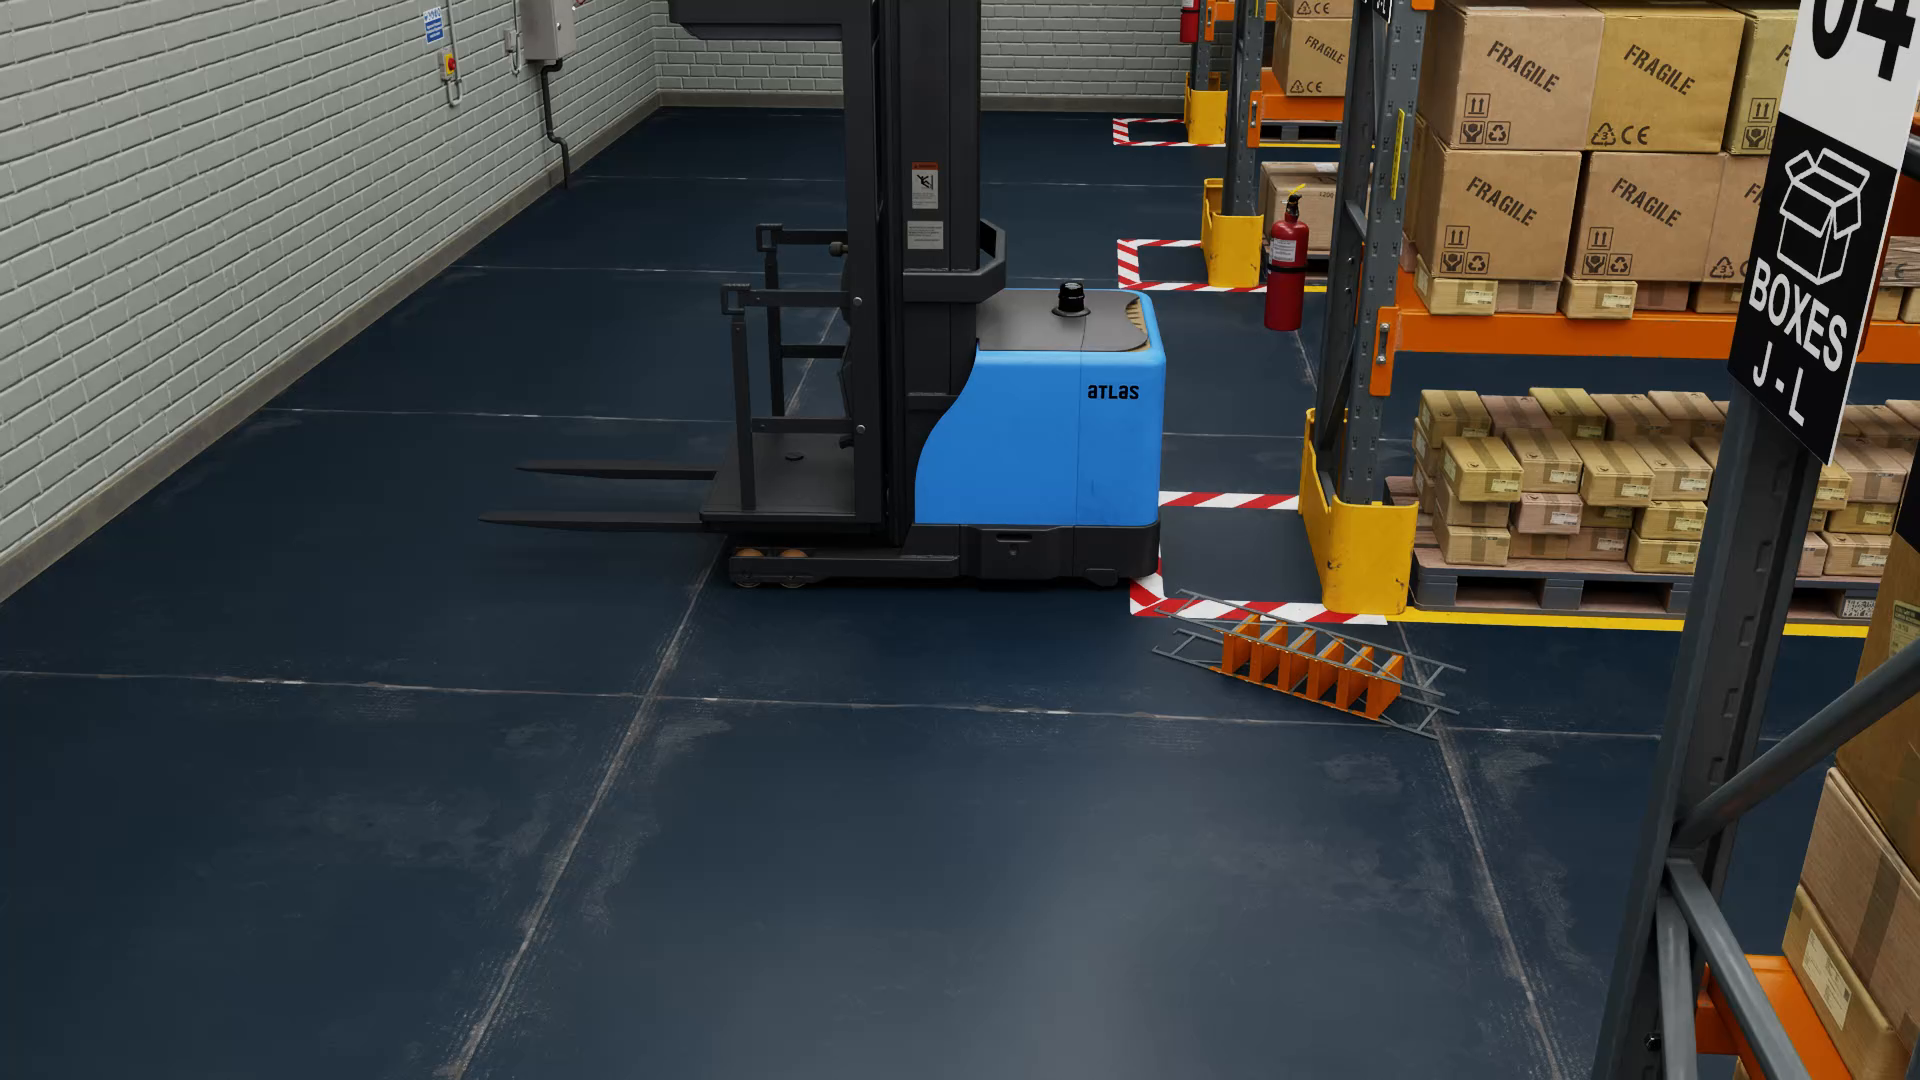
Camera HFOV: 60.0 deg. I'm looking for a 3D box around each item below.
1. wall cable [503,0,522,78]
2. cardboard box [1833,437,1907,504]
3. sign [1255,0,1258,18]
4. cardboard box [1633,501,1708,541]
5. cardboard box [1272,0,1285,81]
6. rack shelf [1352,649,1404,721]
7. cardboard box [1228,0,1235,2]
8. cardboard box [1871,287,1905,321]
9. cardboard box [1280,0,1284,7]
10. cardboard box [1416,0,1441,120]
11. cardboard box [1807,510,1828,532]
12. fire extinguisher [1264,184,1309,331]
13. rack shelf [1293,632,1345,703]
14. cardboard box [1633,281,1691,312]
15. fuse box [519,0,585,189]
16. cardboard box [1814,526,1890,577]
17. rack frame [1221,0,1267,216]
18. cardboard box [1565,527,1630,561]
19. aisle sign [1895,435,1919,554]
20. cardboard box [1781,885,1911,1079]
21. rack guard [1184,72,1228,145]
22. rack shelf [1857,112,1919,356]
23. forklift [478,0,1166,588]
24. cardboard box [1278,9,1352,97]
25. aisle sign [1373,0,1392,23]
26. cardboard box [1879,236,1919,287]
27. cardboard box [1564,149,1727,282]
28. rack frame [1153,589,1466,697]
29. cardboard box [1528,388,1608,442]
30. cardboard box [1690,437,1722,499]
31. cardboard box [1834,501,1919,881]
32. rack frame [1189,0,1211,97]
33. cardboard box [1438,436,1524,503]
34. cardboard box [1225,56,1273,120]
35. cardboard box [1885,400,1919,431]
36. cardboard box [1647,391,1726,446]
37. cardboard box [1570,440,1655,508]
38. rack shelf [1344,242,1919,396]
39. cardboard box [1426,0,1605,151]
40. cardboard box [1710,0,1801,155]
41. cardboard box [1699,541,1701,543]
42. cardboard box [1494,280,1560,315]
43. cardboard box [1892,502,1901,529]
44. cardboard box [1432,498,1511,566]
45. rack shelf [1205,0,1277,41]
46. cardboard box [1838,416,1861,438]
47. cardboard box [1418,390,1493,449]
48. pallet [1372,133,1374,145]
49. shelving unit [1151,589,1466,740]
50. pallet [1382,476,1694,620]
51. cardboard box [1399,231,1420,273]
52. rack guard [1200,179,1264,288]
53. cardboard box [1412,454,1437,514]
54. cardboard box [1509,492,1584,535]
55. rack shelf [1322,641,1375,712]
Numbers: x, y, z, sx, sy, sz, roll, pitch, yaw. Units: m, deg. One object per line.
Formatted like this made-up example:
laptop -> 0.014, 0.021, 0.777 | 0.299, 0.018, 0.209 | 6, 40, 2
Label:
wall cable -> -3.552, -4.582, 12.905 | 0.122, 1.984, 0.588 | 2, 25, 4
cardboard box -> 3.764, -0.298, 7.005 | 0.250, 0.149, 0.380 | 2, 25, 4
sign -> 1.926, -3.557, 10.761 | 0.005, 0.325, 0.100 | 2, 25, 4
cardboard box -> 2.966, -0.143, 7.024 | 0.250, 0.149, 0.380 | 3, 25, 6
cardboard box -> 2.476, -3.499, 11.646 | 0.500, 0.500, 0.500 | 2, 25, 4
rack shelf -> 1.597, 0.545, 6.333 | 0.103, 0.180, 0.258 | 16, 29, 31
cardboard box -> 2.658, -5.189, 15.738 | 0.250, 0.149, 0.380 | 2, 25, 4
cardboard box -> 3.554, -1.003, 6.641 | 0.250, 0.149, 0.380 | 3, 25, 6
cardboard box -> 2.473, -3.942, 11.413 | 0.500, 0.500, 0.500 | 3, 25, 6
cardboard box -> 2.172, -2.016, 6.872 | 0.500, 0.500, 0.500 | 1, 25, 3
cardboard box -> 3.512, -0.182, 7.110 | 0.250, 0.149, 0.380 | 3, 25, 7
fire extinguisher -> 1.481, -1.288, 7.500 | 0.183, 0.674, 0.296 | 2, 25, 4
rack shelf -> 1.400, 0.488, 6.457 | 0.103, 0.180, 0.258 | 16, 29, 31
cardboard box -> 2.784, -1.058, 6.762 | 0.250, 0.149, 0.380 | 3, 25, 6
fuse box -> -3.343, -3.815, 13.994 | 0.414, 1.711, 0.539 | 2, 25, 4
cardboard box -> 3.738, 0.006, 7.057 | 0.250, 0.149, 0.380 | 2, 25, 4
rack frame -> 1.975, -3.359, 11.461 | 0.127, 3.000, 1.000 | 2, 25, 4
cardboard box -> 2.710, -0.059, 7.197 | 0.250, 0.149, 0.380 | 2, 25, 5
aisle sign -> 1.121, -0.287, 1.675 | 0.004, 0.787, 0.394 | 2, 25, 4
cardboard box -> 1.596, 0.760, 2.811 | 0.250, 0.149, 0.380 | 2, 25, 5
rack guard -> 2.427, -4.290, 16.474 | 0.348, 0.500, 1.175 | 2, 25, 4
rack shelf -> 3.210, -0.200, 1.869 | 4.000, 0.370, 1.077 | 2, 25, 4
forklift -> -0.630, -1.340, 7.156 | 3.031, 2.935, 1.130 | 1, 25, 2
cardboard box -> 2.431, -3.269, 11.147 | 0.500, 0.500, 0.500 | 2, 25, 4
aisle sign -> 1.601, -2.351, 6.160 | 0.004, 0.787, 0.394 | 2, 25, 4
cardboard box -> 3.655, -1.302, 6.516 | 0.500, 0.500, 0.500 | 1, 25, 3
cardboard box -> 2.658, -1.337, 6.592 | 0.500, 0.500, 0.500 | 2, 25, 4
rack frame -> 1.338, 0.387, 6.458 | 1.200, 0.006, 0.240 | 16, 29, 31
cardboard box -> 2.758, -0.560, 7.574 | 0.250, 0.149, 0.380 | 1, 25, 3
cardboard box -> 3.248, -0.294, 6.996 | 0.250, 0.149, 0.380 | 3, 25, 6
cardboard box -> 1.722, 0.270, 2.501 | 0.500, 0.500, 0.500 | 2, 25, 5
rack frame -> 2.351, -5.428, 15.957 | 0.127, 3.000, 1.000 | 2, 25, 4
cardboard box -> 2.193, -0.300, 7.010 | 0.250, 0.149, 0.380 | 1, 25, 2
cardboard box -> 2.953, -4.425, 16.263 | 0.637, 0.503, 0.797 | 1, 25, 2
cardboard box -> 4.322, -0.490, 7.422 | 0.250, 0.149, 0.380 | 2, 25, 5
cardboard box -> 3.283, -0.540, 7.531 | 0.250, 0.149, 0.380 | 3, 25, 6
cardboard box -> 2.718, -0.280, 6.966 | 0.250, 0.149, 0.380 | 2, 25, 4
rack shelf -> 3.690, -0.902, 6.982 | 4.000, 0.370, 1.077 | 2, 25, 4
cardboard box -> 2.124, -1.802, 6.406 | 0.500, 0.500, 0.500 | 2, 25, 4
cardboard box -> 3.144, -1.763, 6.321 | 0.500, 0.500, 0.500 | 1, 25, 3
cardboard box -> 3.218, -0.036, 7.148 | 0.250, 0.149, 0.380 | 2, 25, 4
cardboard box -> 2.251, -1.040, 6.723 | 0.250, 0.149, 0.380 | 3, 25, 6
cardboard box -> 4.043, -0.143, 7.025 | 0.250, 0.149, 0.380 | 1, 25, 1
cardboard box -> 2.194, -0.038, 7.152 | 0.250, 0.149, 0.380 | 2, 25, 5
rack shelf -> 4.345, -5.037, 15.968 | 4.000, 0.370, 1.077 | 2, 25, 4
cardboard box -> 3.801, -0.488, 7.419 | 0.250, 0.149, 0.380 | 2, 25, 4
cardboard box -> 2.244, -0.547, 7.547 | 0.250, 0.149, 0.380 | 2, 25, 5
pallet -> 4.435, -4.093, 16.393 | 1.213, 0.211, 1.003 | 2, 25, 4
shelving unit -> 1.338, 0.470, 6.496 | 1.200, 0.189, 0.258 | 16, 29, 31
pallet -> 2.579, 0.018, 7.459 | 1.213, 0.211, 1.003 | 2, 25, 4
cardboard box -> 2.043, -1.286, 7.256 | 0.250, 0.149, 0.380 | 2, 25, 4
rack guard -> 1.951, -2.224, 11.985 | 0.348, 0.500, 1.175 | 2, 25, 4
cardboard box -> 2.237, -0.258, 7.631 | 0.250, 0.149, 0.380 | 2, 25, 5
cardboard box -> 2.468, -0.167, 7.077 | 0.250, 0.149, 0.380 | 2, 25, 4
rack shelf -> 1.498, 0.517, 6.395 | 0.103, 0.180, 0.258 | 16, 29, 31
